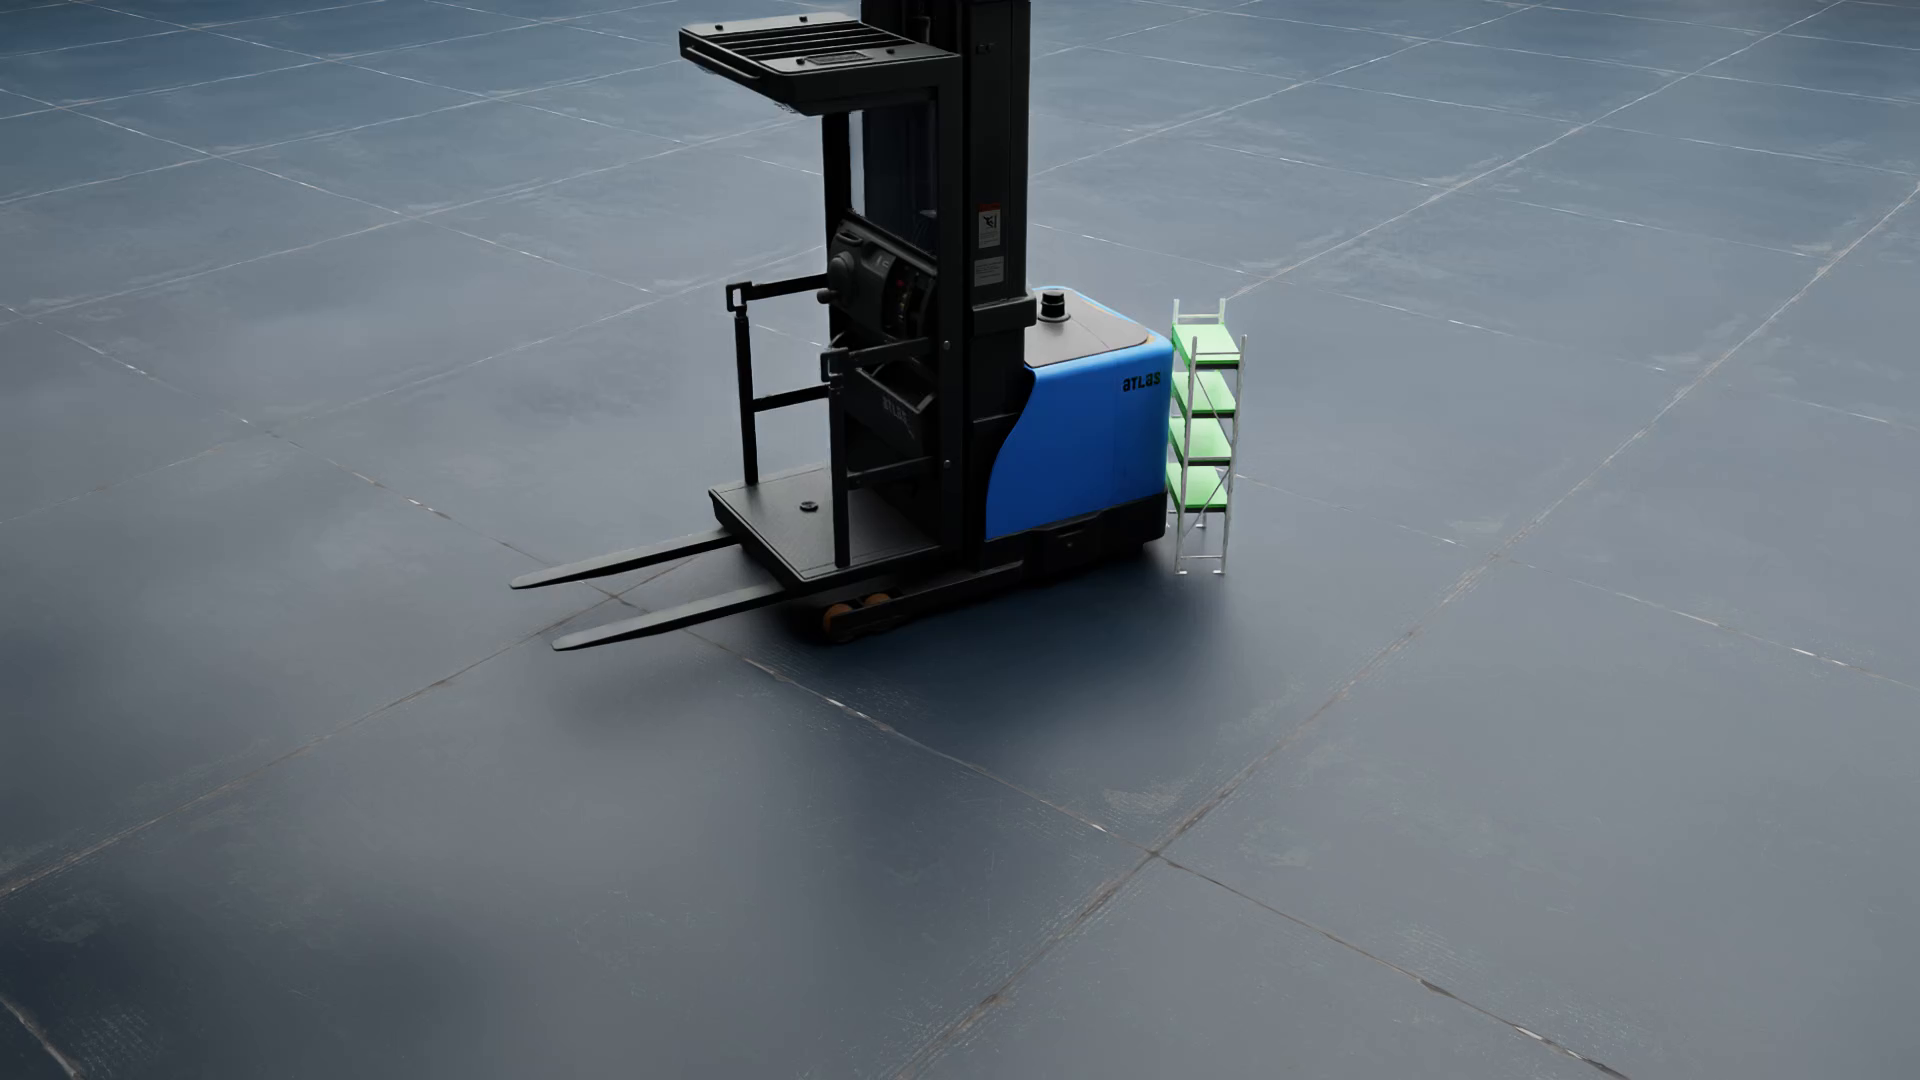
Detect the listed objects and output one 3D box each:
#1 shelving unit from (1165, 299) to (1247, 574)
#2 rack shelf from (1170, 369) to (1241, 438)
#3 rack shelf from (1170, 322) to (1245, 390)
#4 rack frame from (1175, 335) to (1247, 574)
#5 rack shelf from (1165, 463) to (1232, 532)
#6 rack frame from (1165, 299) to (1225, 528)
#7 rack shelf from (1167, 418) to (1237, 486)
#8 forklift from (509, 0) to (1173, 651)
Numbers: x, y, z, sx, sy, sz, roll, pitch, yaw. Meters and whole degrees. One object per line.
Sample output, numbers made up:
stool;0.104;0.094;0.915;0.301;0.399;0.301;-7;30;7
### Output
shelving unit;1.138;-0.487;7.885;0.258;1.200;0.503;-1;27;-3
rack shelf;1.139;-0.644;7.804;0.258;0.148;0.480;-1;27;-3
rack shelf;1.140;-0.857;7.693;0.258;0.148;0.480;-1;27;-3
rack frame;1.151;-0.375;7.668;0.240;1.200;0.015;-1;27;-3
rack shelf;1.136;-0.217;8.024;0.258;0.148;0.480;-1;27;-3
rack frame;1.126;-0.599;8.101;0.240;1.200;0.015;-1;27;-3
rack shelf;1.138;-0.431;7.914;0.258;0.148;0.480;-1;27;-3
forklift;-0.529;-1.126;7.237;3.031;2.935;1.130;-15;31;-26
